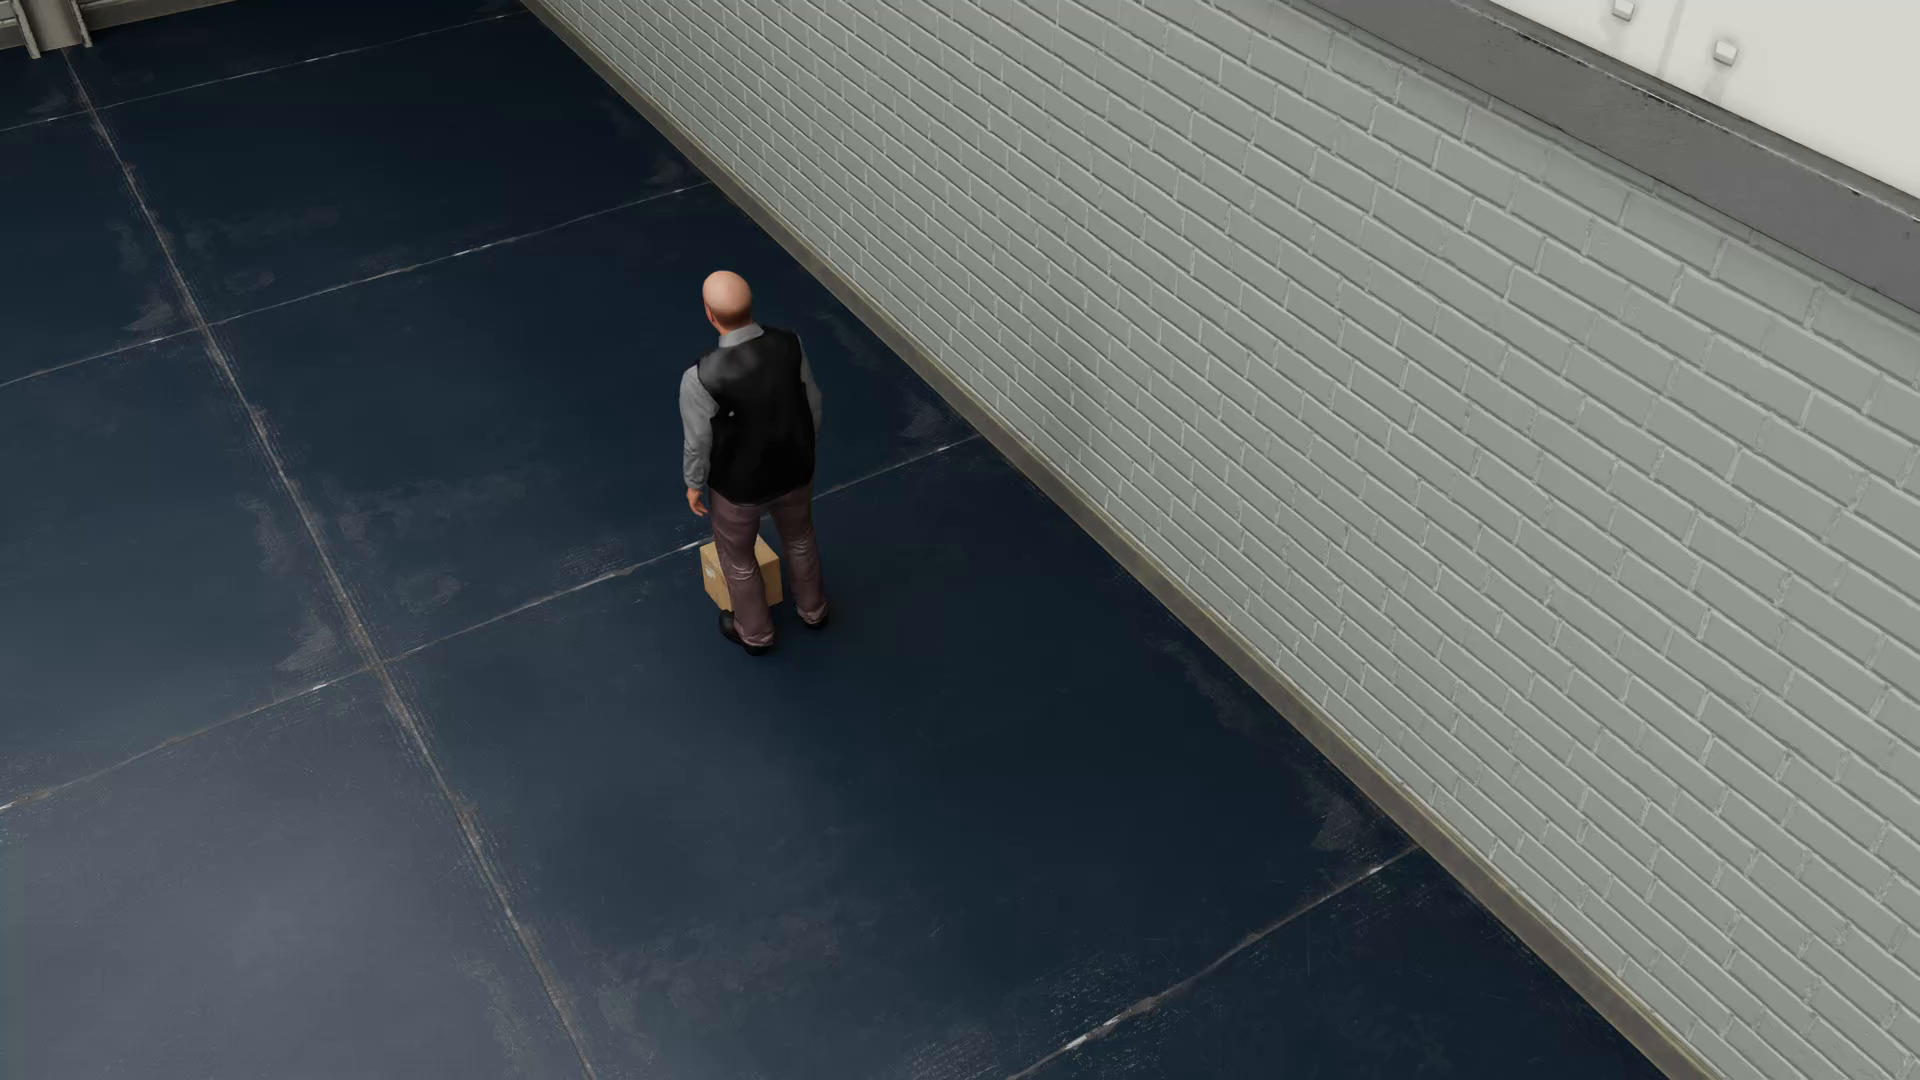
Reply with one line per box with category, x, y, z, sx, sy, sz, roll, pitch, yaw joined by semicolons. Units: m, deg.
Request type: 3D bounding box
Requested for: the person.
person;-0.785;-0.259;6.479;0.588;1.721;0.411;-23;46;-25
